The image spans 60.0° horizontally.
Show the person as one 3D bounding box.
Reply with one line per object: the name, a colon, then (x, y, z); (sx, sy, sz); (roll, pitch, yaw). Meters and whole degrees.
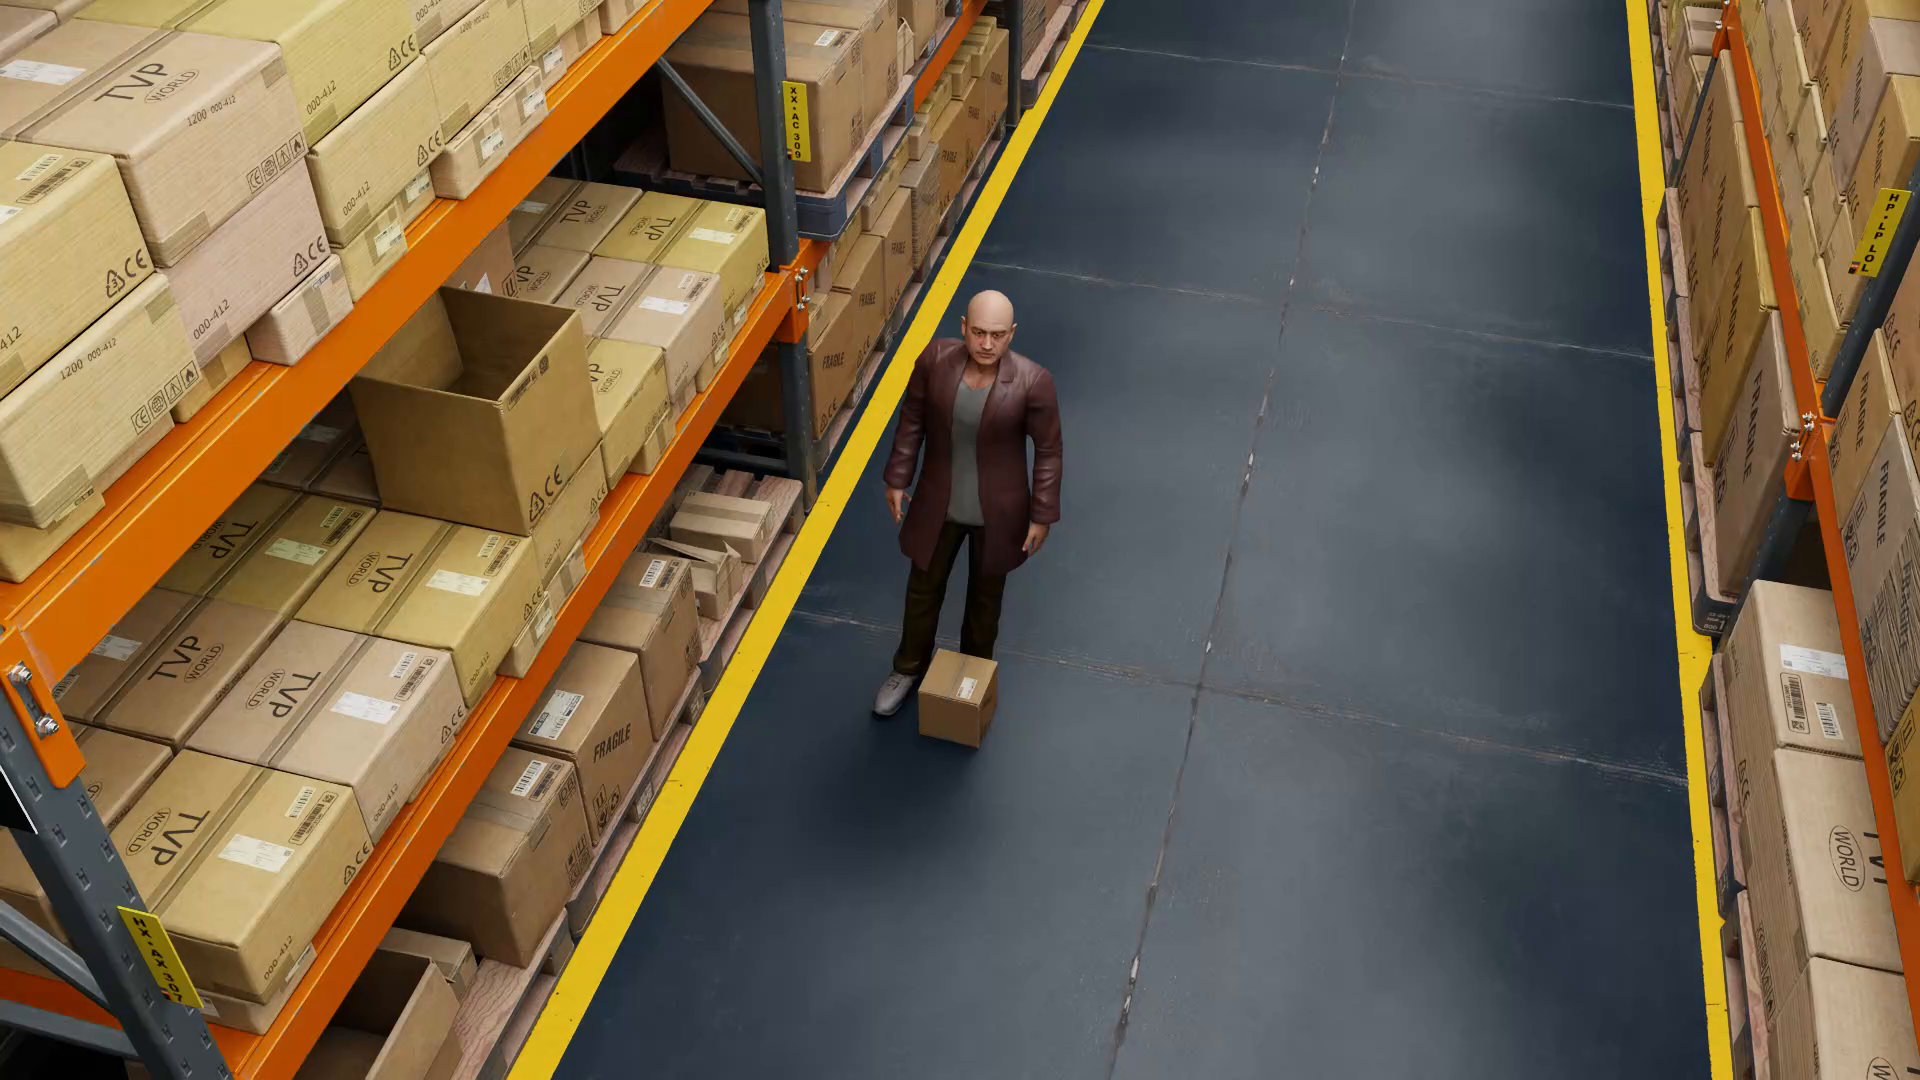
person: (0.021, -0.083, 6.253); (0.695, 1.776, 0.581); (10, 42, 12)
